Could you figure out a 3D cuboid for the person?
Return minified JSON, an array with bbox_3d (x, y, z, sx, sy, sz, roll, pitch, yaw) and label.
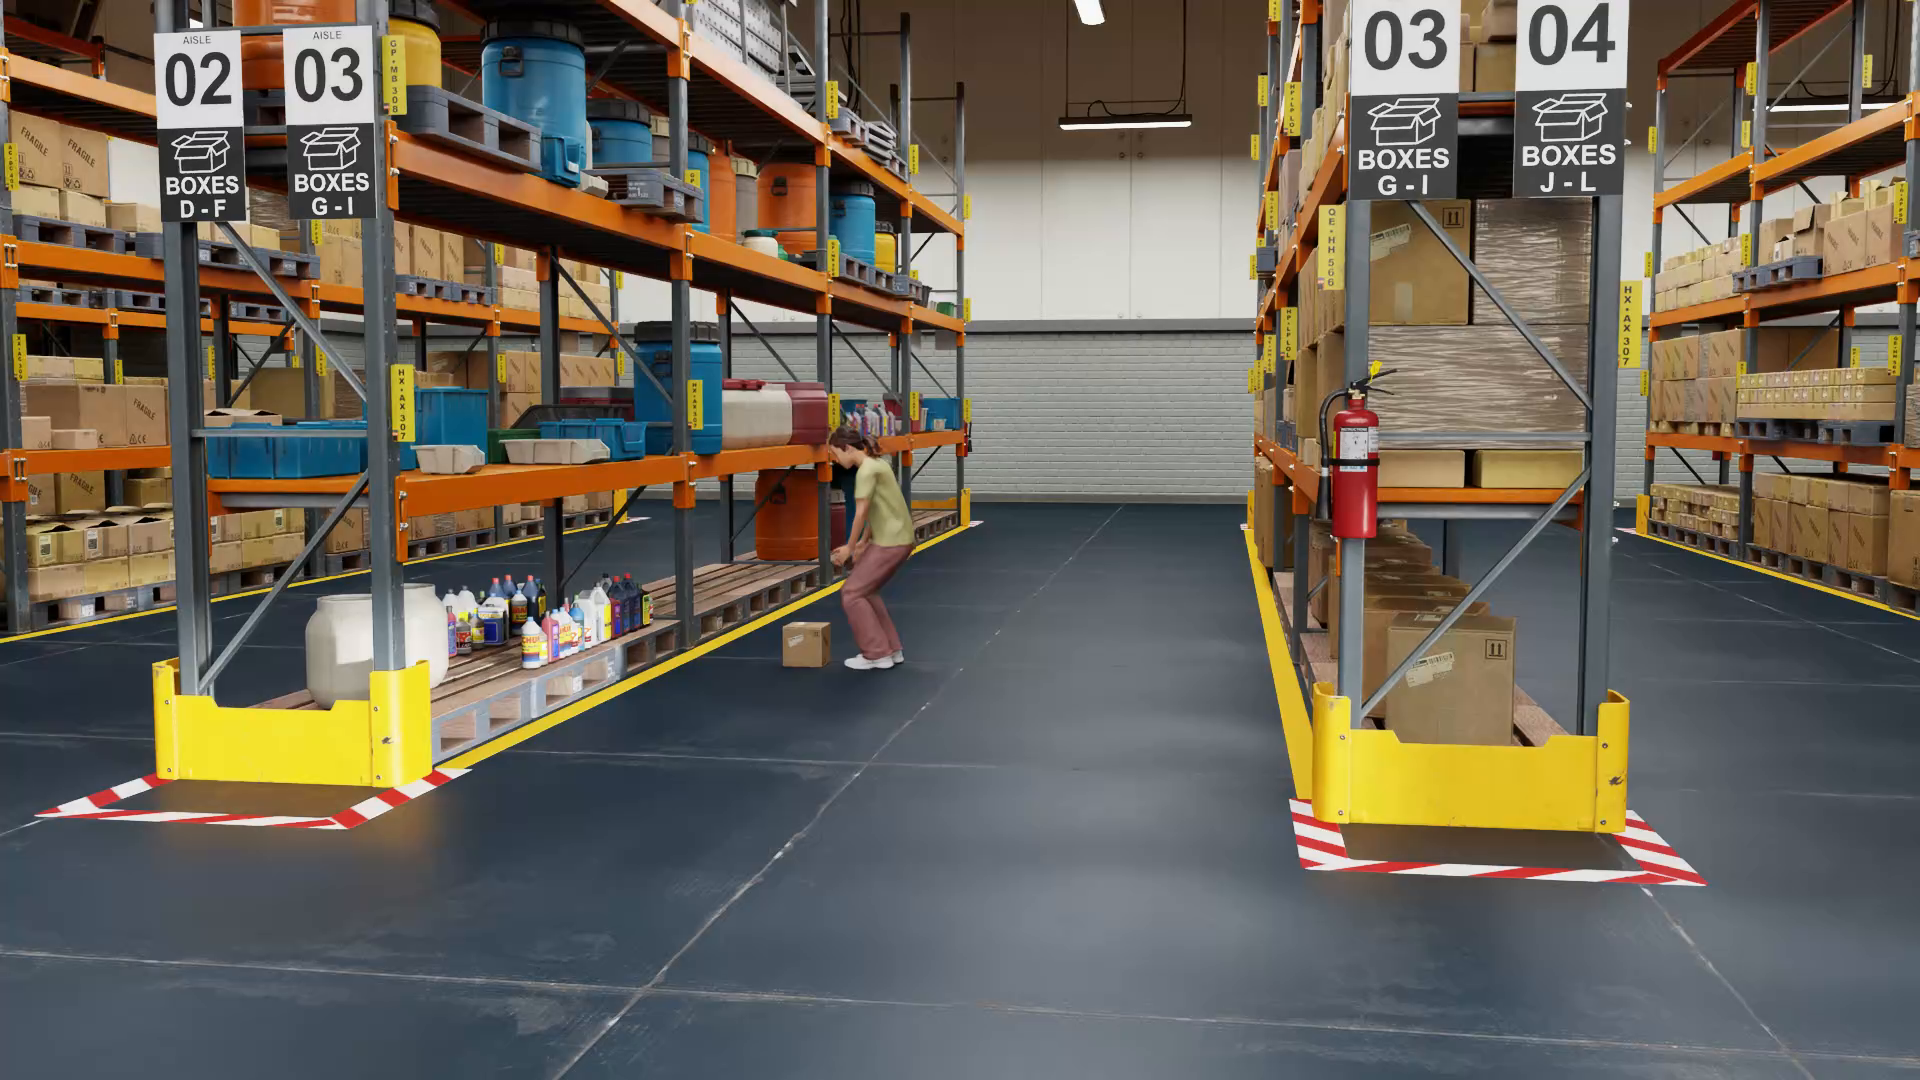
[{"bbox_3d":[-0.557,0.042,10.394,0.532,1.515,0.498,1,5,9],"label":"person"}]
